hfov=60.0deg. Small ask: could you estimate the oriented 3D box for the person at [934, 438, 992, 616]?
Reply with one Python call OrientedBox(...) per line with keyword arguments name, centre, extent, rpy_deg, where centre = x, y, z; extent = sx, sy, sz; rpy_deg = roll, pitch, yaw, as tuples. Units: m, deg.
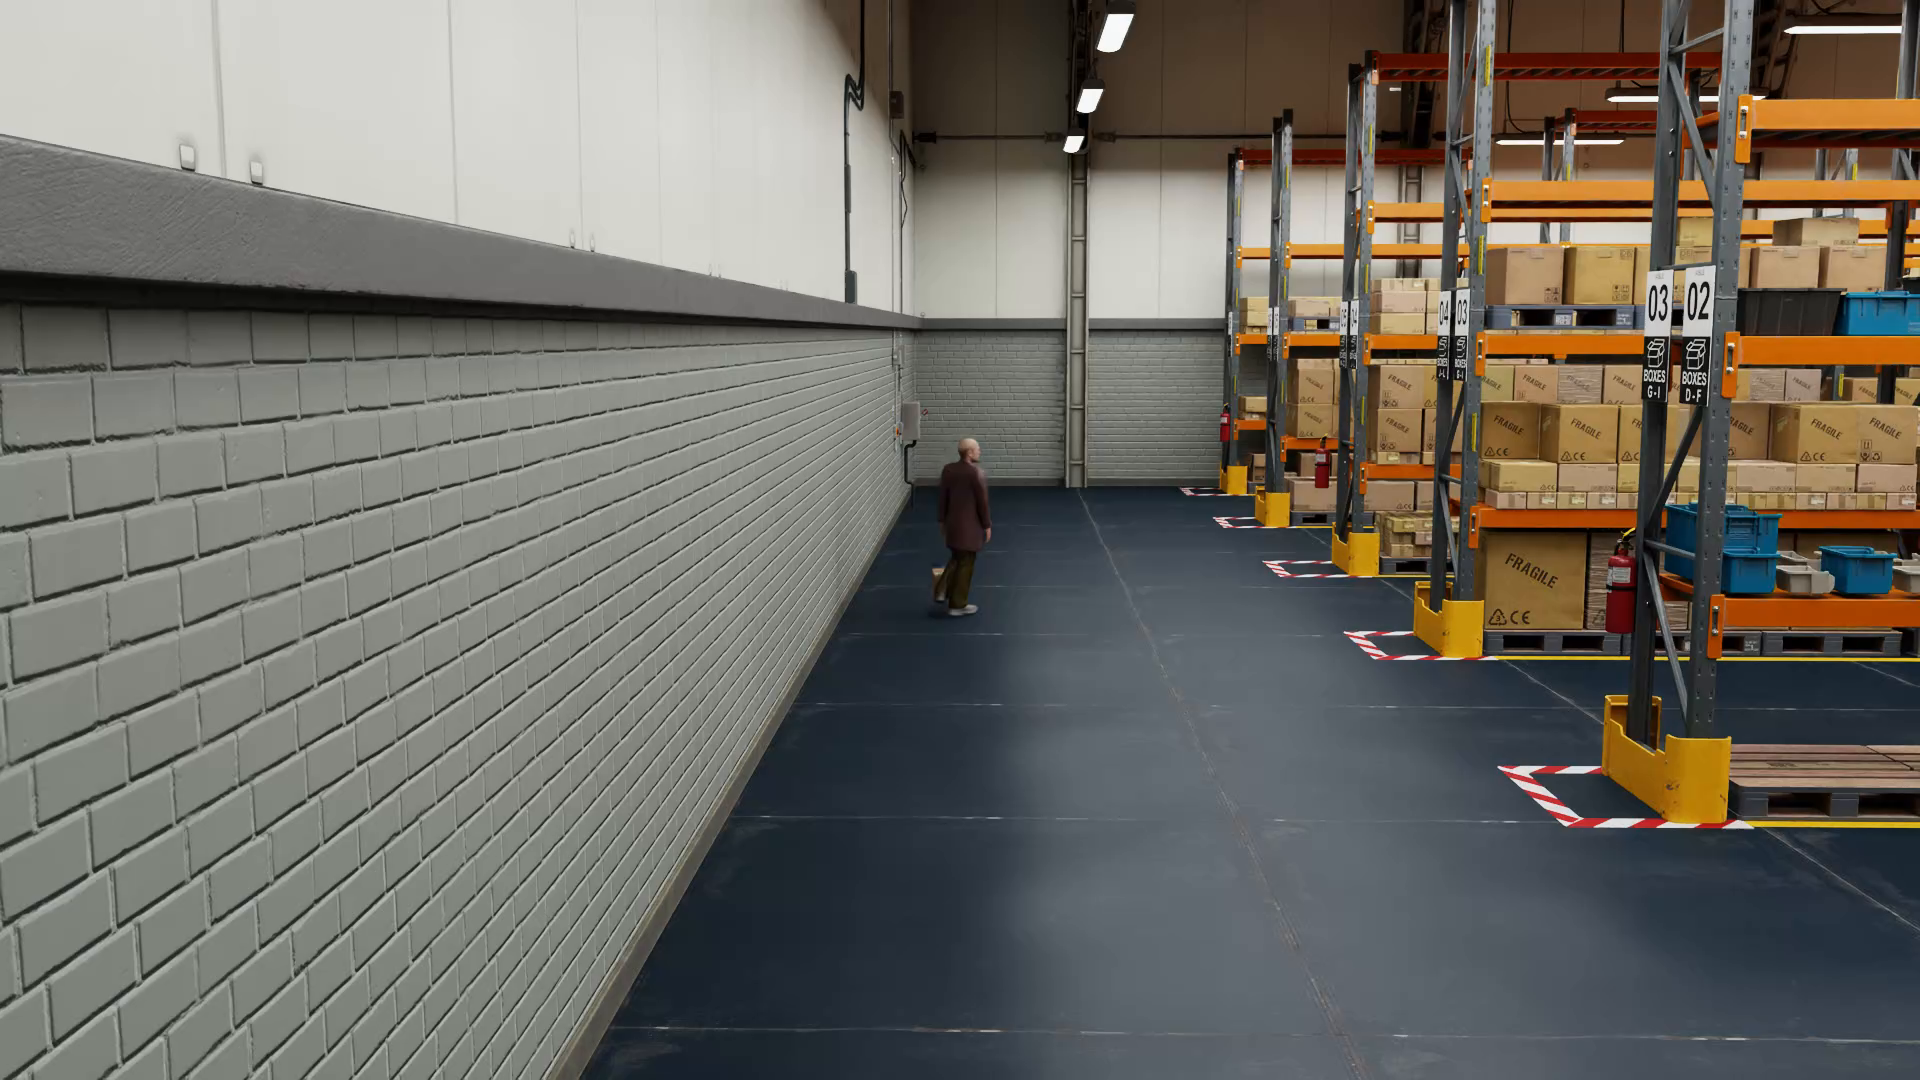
OrientedBox(name="person", centre=(0.019, -0.136, 16.663), extent=(0.675, 1.772, 0.509), rpy_deg=(7, 10, 43))
